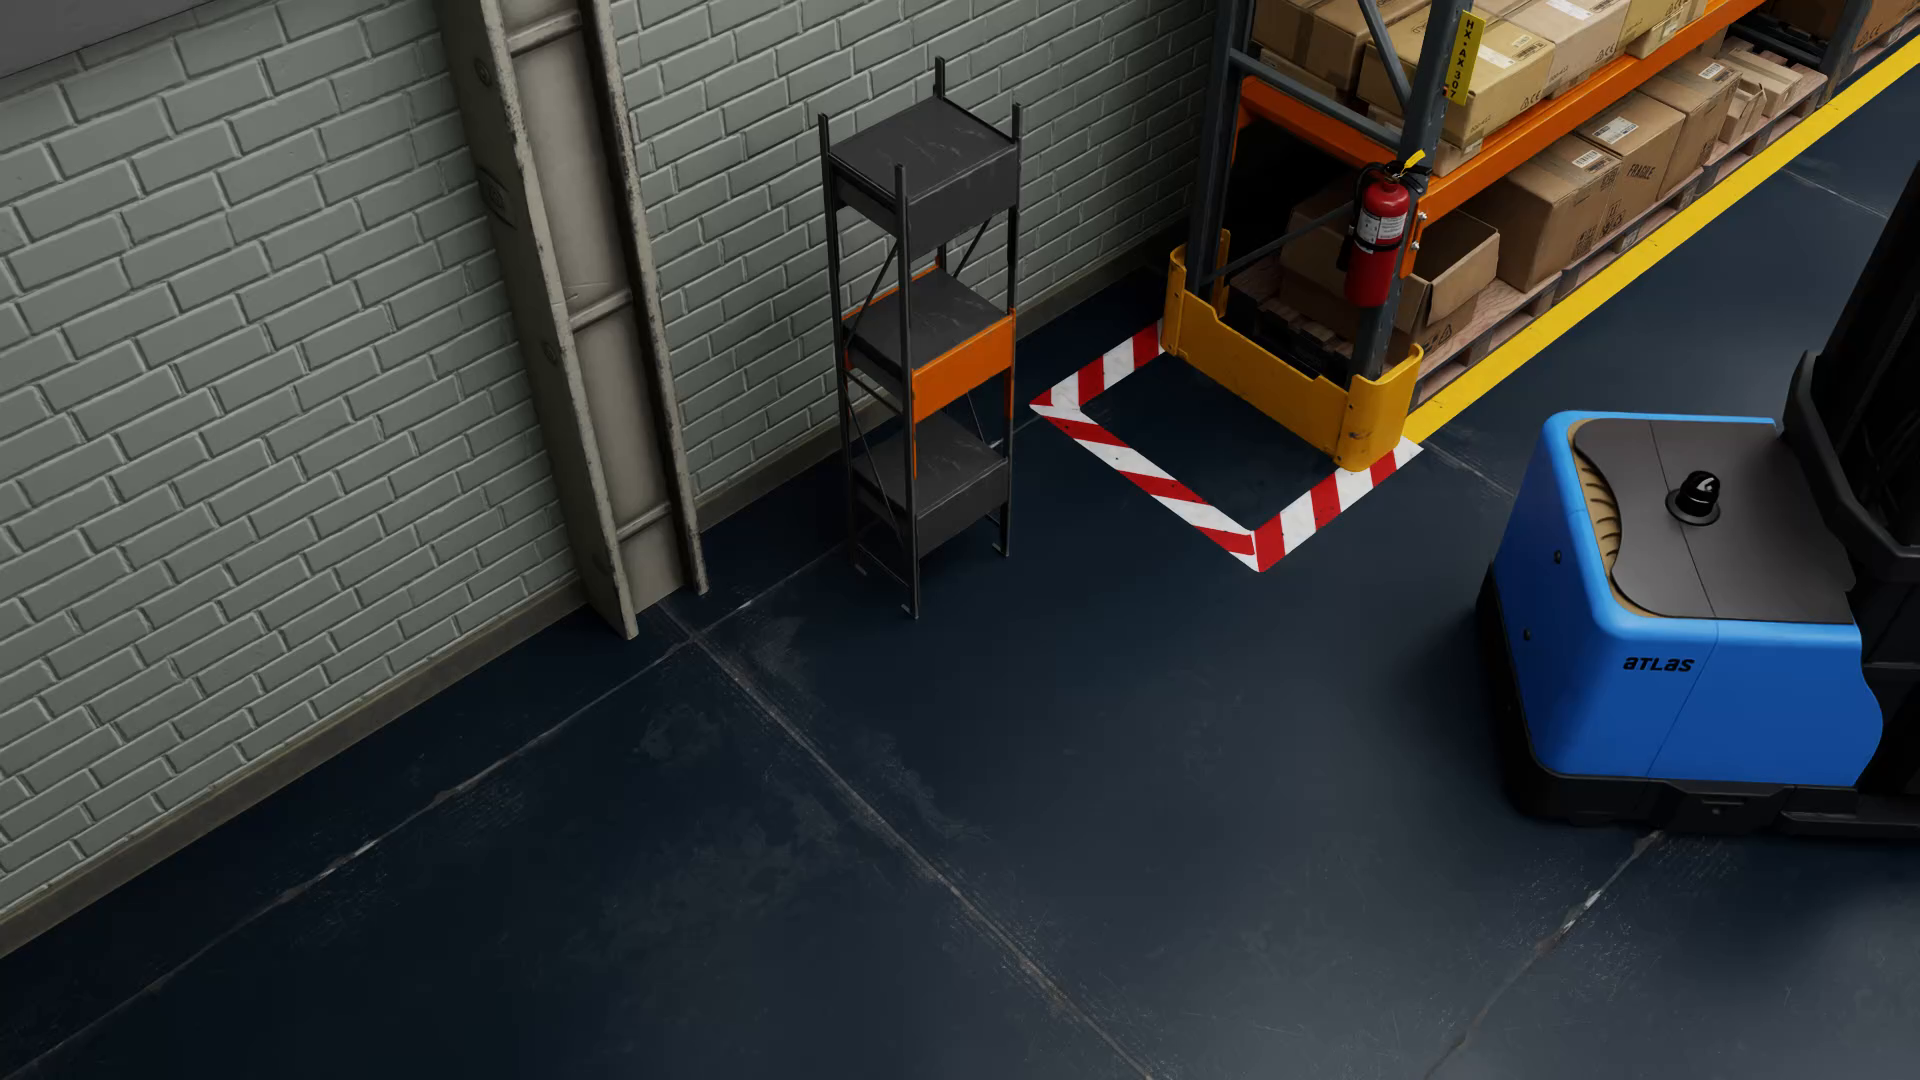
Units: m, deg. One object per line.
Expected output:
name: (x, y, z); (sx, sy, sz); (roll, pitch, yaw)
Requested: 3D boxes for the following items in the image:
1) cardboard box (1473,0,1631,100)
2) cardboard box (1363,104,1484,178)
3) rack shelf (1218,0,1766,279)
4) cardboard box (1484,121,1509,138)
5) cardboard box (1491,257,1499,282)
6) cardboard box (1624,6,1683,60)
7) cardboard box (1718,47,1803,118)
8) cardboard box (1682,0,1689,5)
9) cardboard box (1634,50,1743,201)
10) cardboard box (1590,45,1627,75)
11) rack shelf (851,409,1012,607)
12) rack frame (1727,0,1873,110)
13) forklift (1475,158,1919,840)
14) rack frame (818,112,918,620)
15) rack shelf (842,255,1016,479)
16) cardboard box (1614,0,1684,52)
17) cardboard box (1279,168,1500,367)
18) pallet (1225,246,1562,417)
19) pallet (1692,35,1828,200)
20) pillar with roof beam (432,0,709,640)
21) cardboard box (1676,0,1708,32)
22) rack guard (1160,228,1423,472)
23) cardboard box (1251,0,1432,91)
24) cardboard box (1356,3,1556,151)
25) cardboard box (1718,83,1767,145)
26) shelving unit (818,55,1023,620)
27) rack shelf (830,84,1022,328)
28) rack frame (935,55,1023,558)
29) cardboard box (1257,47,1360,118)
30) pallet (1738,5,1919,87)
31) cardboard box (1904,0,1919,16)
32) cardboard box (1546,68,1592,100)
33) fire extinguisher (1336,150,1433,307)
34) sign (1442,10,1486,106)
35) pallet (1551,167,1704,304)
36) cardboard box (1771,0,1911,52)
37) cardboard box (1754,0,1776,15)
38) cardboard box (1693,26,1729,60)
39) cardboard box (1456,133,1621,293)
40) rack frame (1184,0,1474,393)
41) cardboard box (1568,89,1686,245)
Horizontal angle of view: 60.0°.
cardboard box: (2.246, -2.028, 6.533); (0.500, 0.250, 0.500); (-33, 55, -27)
cardboard box: (1.784, -1.579, 6.390); (0.250, 0.149, 0.380); (-34, 56, -27)
rack shelf: (2.836, -2.395, 7.462); (4.000, 0.370, 1.077); (-34, 56, -27)
cardboard box: (1.941, -1.730, 6.529); (0.250, 0.149, 0.380); (-32, 55, -26)
cardboard box: (2.213, -1.266, 7.584); (0.250, 0.149, 0.380); (-36, 57, -28)
cardboard box: (2.771, -2.189, 6.953); (0.250, 0.149, 0.380); (-35, 56, -28)
cardboard box: (4.101, -2.369, 8.602); (0.250, 0.149, 0.380); (-35, 56, -28)
cardboard box: (2.983, -2.545, 7.010); (0.500, 0.250, 0.500); (-35, 56, -28)
cardboard box: (3.299, -2.111, 8.125); (0.500, 0.500, 0.700); (-36, 57, -28)
cardboard box: (2.533, -2.104, 6.875); (0.250, 0.149, 0.380); (-33, 55, -27)
rack shelf: (-0.122, -0.146, 6.481); (0.480, 0.518, 0.431); (-34, 56, -27)
rack frame: (4.316, -3.628, 8.110); (0.127, 3.000, 1.000); (-34, 56, -27)
forklift: (3.492, -0.308, 5.094); (3.031, 2.935, 1.130); (2, 47, 2)
rack frame: (-0.303, -0.510, 5.845); (0.015, 2.100, 0.400); (-34, 56, -27)
rack shelf: (-0.122, -0.621, 5.966); (0.480, 0.518, 0.431); (-34, 56, -27)
cardboard box: (2.619, -2.280, 6.766); (0.500, 0.250, 0.500); (-35, 56, -28)
cardboard box: (1.873, -1.197, 7.280); (0.637, 0.503, 0.797); (-36, 57, -28)
pallet: (2.002, -1.137, 7.709); (1.213, 0.211, 1.003); (-34, 56, -27)
pallet: (3.807, -2.344, 8.822); (1.213, 0.211, 1.003); (-34, 56, -27)
pillar with roof beam: (1.651, -0.501, 1.143); (0.400, 9.000, 9.100); (-34, 56, -27)
cardboard box: (2.952, -2.330, 7.083); (0.250, 0.149, 0.380); (-33, 55, -26)
rack guard: (1.412, -0.840, 7.239); (0.348, 0.500, 1.175); (-34, 56, -27)
cardboard box: (1.518, -2.072, 6.574); (0.500, 0.250, 0.500); (-32, 55, -26)
cardboard box: (1.873, -1.778, 6.303); (0.500, 0.250, 0.500); (-33, 56, -27)
cardboard box: (3.837, -2.232, 8.396); (0.258, 0.266, 0.396); (-32, 55, -26)
shelving unit: (-0.122, -0.630, 5.956); (0.503, 2.100, 0.431); (-34, 56, -27)
rack shelf: (-0.122, -1.096, 5.452); (0.480, 0.518, 0.431); (-34, 56, -27)
rack frame: (0.058, -0.751, 6.067); (0.015, 2.100, 0.400); (-34, 56, -27)
cardboard box: (1.421, -1.875, 6.663); (0.250, 0.149, 0.380); (-34, 56, -28)
pallet: (4.892, -3.105, 9.525); (1.213, 0.211, 1.003); (-34, 56, -27)
cardboard box: (5.212, -3.308, 9.230); (0.500, 0.500, 0.500); (-34, 56, -28)
cardboard box: (2.340, -1.970, 6.751); (0.250, 0.149, 0.380); (-32, 55, -26)
fire extinguisher: (1.558, -1.174, 6.152); (0.183, 0.674, 0.296); (-34, 56, -27)
sign: (1.721, -1.649, 5.695); (0.005, 0.325, 0.100); (-34, 56, -27)
pallet: (2.904, -1.737, 8.263); (1.213, 0.211, 1.003); (-34, 56, -27)
cardboard box: (4.825, -3.040, 8.982); (0.500, 0.500, 0.500); (-31, 55, -26)
cardboard box: (4.480, -3.327, 9.247); (0.500, 0.500, 0.500); (-34, 56, -27)
cardboard box: (3.668, -2.661, 8.761); (0.500, 0.311, 0.500); (-32, 55, -26)
cardboard box: (2.531, -1.598, 7.651); (0.500, 0.500, 0.700); (-32, 55, -26)
rack frame: (1.356, -1.651, 6.285); (0.127, 3.000, 1.000); (-34, 56, -27)
cardboard box: (2.990, -1.805, 7.842); (0.500, 0.500, 0.500); (-33, 55, -27)
